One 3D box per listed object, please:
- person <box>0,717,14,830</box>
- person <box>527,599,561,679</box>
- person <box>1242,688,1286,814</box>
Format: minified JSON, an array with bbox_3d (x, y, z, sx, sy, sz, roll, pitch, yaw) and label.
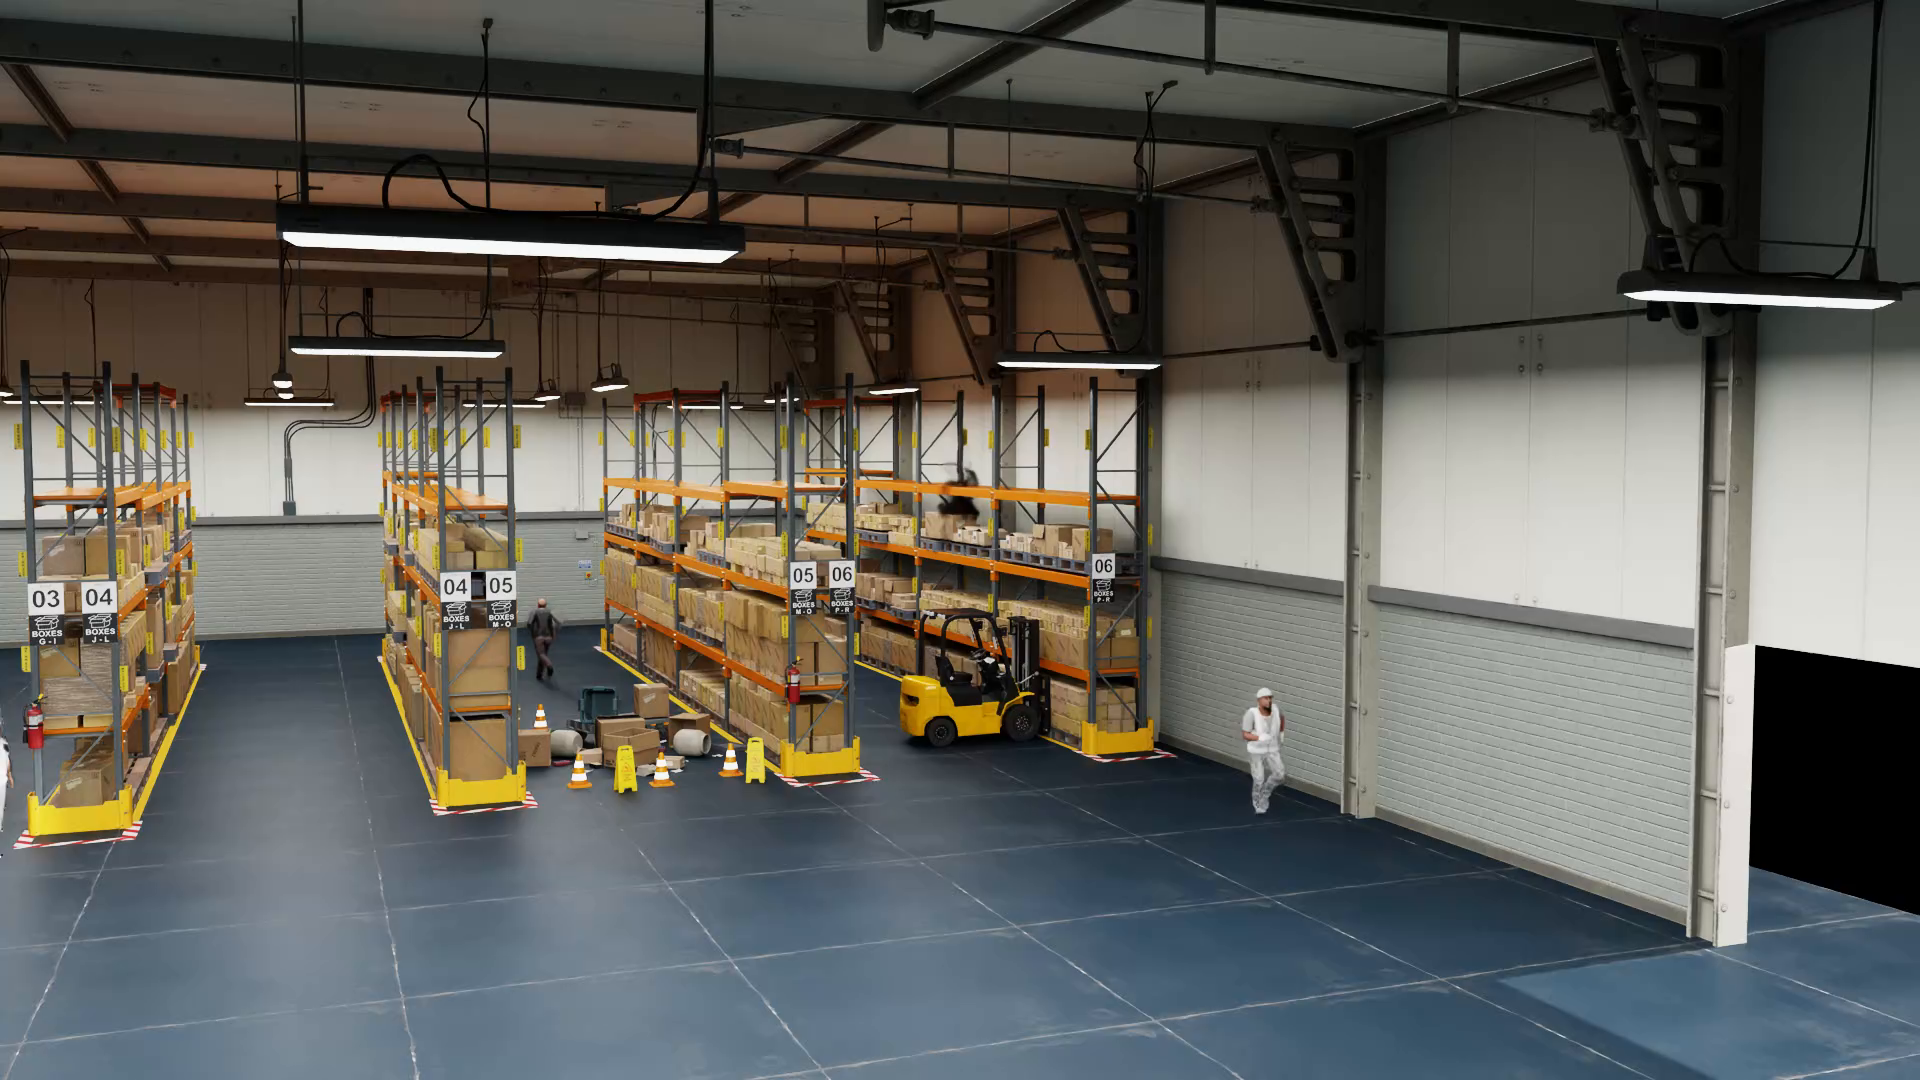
[{"bbox_3d":[-11.742,2.963,20.148,0.837,1.653,0.642,2,4,30],"label":"person"},{"bbox_3d":[-8.608,2.092,34.432,0.662,1.719,1.093,-2,4,-33],"label":"person"},{"bbox_3d":[4.055,2.800,21.957,0.726,1.723,0.728,-1,4,-16],"label":"person"}]
